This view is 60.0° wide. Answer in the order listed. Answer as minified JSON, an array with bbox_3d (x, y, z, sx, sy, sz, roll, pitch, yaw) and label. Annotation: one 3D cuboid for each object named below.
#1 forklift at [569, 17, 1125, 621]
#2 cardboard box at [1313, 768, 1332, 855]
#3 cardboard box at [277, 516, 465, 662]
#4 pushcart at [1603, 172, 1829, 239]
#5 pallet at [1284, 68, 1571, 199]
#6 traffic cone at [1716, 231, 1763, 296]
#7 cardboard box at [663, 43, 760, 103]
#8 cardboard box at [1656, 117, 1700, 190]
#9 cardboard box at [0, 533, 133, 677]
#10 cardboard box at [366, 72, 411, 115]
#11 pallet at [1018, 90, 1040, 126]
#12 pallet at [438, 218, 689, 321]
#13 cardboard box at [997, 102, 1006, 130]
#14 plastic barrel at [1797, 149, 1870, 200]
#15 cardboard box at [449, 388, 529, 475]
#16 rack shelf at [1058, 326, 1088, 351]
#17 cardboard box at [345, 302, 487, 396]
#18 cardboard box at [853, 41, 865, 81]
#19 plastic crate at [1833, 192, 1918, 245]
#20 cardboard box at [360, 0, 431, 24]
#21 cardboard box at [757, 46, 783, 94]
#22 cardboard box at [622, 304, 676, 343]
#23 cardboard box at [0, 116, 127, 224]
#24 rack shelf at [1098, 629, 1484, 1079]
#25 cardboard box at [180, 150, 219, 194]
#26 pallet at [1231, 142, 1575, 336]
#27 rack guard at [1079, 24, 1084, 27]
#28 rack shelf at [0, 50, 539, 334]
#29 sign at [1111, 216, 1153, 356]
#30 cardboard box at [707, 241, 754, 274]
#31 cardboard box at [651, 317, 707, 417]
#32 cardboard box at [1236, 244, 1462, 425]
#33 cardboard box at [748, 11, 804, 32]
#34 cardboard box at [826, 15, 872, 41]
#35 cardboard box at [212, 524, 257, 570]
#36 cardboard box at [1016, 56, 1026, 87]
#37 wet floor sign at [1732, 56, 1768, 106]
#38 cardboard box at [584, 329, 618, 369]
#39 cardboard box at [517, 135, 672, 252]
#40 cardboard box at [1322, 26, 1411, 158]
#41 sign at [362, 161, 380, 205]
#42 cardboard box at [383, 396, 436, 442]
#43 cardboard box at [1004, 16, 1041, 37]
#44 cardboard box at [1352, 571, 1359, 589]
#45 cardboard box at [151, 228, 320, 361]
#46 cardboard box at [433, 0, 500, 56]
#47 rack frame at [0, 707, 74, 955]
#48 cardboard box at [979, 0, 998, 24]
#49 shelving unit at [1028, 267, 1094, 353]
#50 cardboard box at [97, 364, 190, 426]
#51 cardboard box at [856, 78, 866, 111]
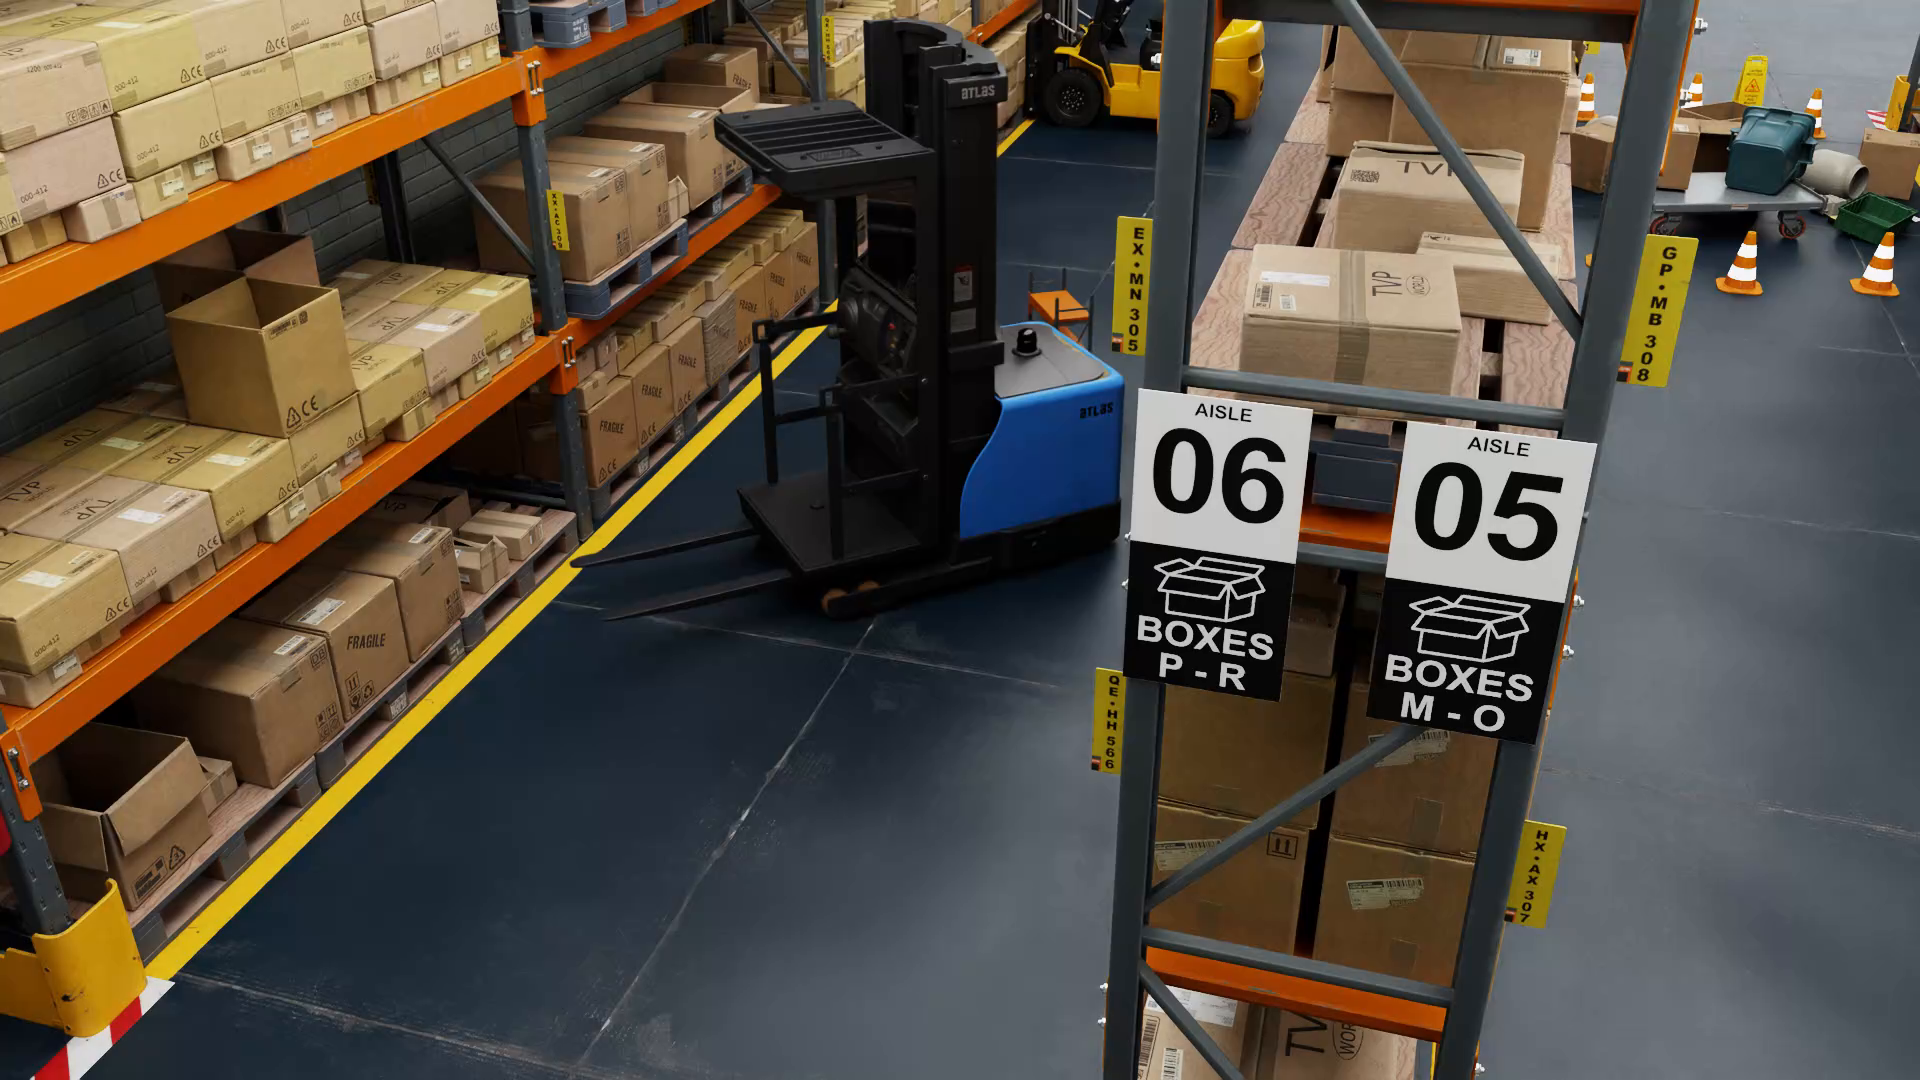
[{"bbox_3d":[-0.626,-1.141,8.786,3.031,2.935,1.130,-13,32,-22],"label":"forklift"},{"bbox_3d":[0.965,0.637,5.417,0.500,0.500,0.500,8,30,14],"label":"cardboard box"},{"bbox_3d":[-2.969,0.231,8.389,0.700,0.500,0.500,7,30,13],"label":"cardboard box"},{"bbox_3d":[6.631,-2.955,14.674,1.648,0.377,0.936,-1,29,-3],"label":"pushcart"},{"bbox_3d":[1.839,-1.579,6.508,1.003,0.211,1.213,8,30,15],"label":"pallet"},{"bbox_3d":[6.282,-2.241,13.303,0.336,0.463,0.334,8,30,15],"label":"traffic cone"},{"bbox_3d":[-1.784,-3.261,11.992,0.500,0.500,0.500,10,31,17],"label":"cardboard box"},{"bbox_3d":[6.147,-3.402,14.572,0.500,0.500,0.500,8,30,15],"label":"cardboard box"},{"bbox_3d":[-3.441,0.230,6.100,0.500,0.250,0.500,9,30,15],"label":"cardboard box"},{"bbox_3d":[-2.719,-2.034,7.493,0.380,0.149,0.250,8,30,15],"label":"cardboard box"},{"bbox_3d":[0.320,-4.824,18.204,1.003,0.211,1.213,8,30,15],"label":"pallet"},{"bbox_3d":[-2.319,-1.664,9.853,1.003,0.211,1.213,8,30,15],"label":"pallet"},{"bbox_3d":[0.149,-4.269,16.736,0.500,0.250,0.500,9,30,15],"label":"cardboard box"},{"bbox_3d":[8.065,-3.364,15.362,0.421,0.421,0.512,-17,34,-28],"label":"plastic barrel"},{"bbox_3d":[-2.796,-0.754,10.159,0.500,0.500,0.500,8,30,15],"label":"cardboard box"},{"bbox_3d":[0.613,-1.175,10.305,0.258,0.148,0.480,-8,30,-14],"label":"rack shelf"},{"bbox_3d":[-2.707,-0.950,8.221,0.500,0.250,0.500,9,30,15],"label":"cardboard box"},{"bbox_3d":[-0.971,-3.808,13.149,0.500,0.250,0.500,9,30,16],"label":"cardboard box"},{"bbox_3d":[7.997,-2.808,14.546,0.662,0.188,0.450,-24,47,-37],"label":"plastic crate"},{"bbox_3d":[-2.716,-2.480,7.371,0.500,0.250,0.500,8,30,14],"label":"cardboard box"},{"bbox_3d":[-1.617,-3.652,12.870,0.500,0.250,0.500,9,30,16],"label":"cardboard box"},{"bbox_3d":[-2.049,-1.396,10.647,0.380,0.149,0.250,8,30,15],"label":"cardboard box"},{"bbox_3d":[-3.310,-1.315,5.791,0.500,0.250,0.500,9,30,16],"label":"cardboard box"},{"bbox_3d":[1.502,0.558,6.401,1.077,0.370,4.000,8,30,15],"label":"rack shelf"},{"bbox_3d":[-3.117,-1.439,6.425,0.380,0.149,0.250,8,30,14],"label":"cardboard box"},{"bbox_3d":[1.479,-1.014,5.493,1.003,0.211,1.213,8,30,15],"label":"pallet"},{"bbox_3d":[0.872,-5.888,19.819,1.175,0.500,0.348,8,30,15],"label":"rack guard"},{"bbox_3d":[-3.244,-1.459,6.942,1.077,0.370,4.000,8,30,15],"label":"rack shelf"},{"bbox_3d":[0.400,-0.574,3.781,0.100,0.325,0.005,8,30,15],"label":"sign"},{"bbox_3d":[-1.677,-1.996,11.725,0.380,0.149,0.250,9,30,16],"label":"cardboard box"},{"bbox_3d":[-2.003,-1.156,10.882,0.500,0.500,0.500,8,30,13],"label":"cardboard box"},{"bbox_3d":[0.961,-0.521,4.135,0.500,0.250,0.500,6,30,10],"label":"cardboard box"},{"bbox_3d":[-1.472,-4.131,13.321,0.380,0.149,0.250,8,30,14],"label":"cardboard box"},{"bbox_3d":[-0.916,-4.055,13.183,0.380,0.149,0.250,9,30,15],"label":"cardboard box"},{"bbox_3d":[-3.193,-0.022,6.962,0.380,0.149,0.250,9,30,16],"label":"cardboard box"},{"bbox_3d":[0.432,-4.957,17.458,0.500,0.250,0.500,8,30,14],"label":"cardboard box"},{"bbox_3d":[8.488,-4.870,17.841,0.267,0.644,0.232,3,29,6],"label":"wet floor sign"},{"bbox_3d":[-2.267,-1.153,9.903,0.380,0.149,0.250,7,30,12],"label":"cardboard box"},{"bbox_3d":[-2.150,-2.053,9.820,0.700,0.500,0.500,9,30,15],"label":"cardboard box"},{"bbox_3d":[1.724,-1.637,5.881,0.797,0.503,0.637,11,31,19],"label":"cardboard box"},{"bbox_3d":[-3.189,-1.976,9.025,0.100,0.325,0.005,8,30,15],"label":"sign"},{"bbox_3d":[-2.769,-0.609,8.018,0.380,0.149,0.250,8,30,14],"label":"cardboard box"},{"bbox_3d":[0.589,-5.421,17.777,0.500,0.250,0.500,8,30,14],"label":"cardboard box"},{"bbox_3d":[1.102,-0.042,5.608,0.500,0.500,0.500,8,30,15],"label":"cardboard box"},{"bbox_3d":[-3.349,-1.130,7.773,0.500,0.500,0.500,8,30,13],"label":"cardboard box"},{"bbox_3d":[-2.560,-2.507,7.935,0.500,0.250,0.500,9,30,15],"label":"cardboard box"},{"bbox_3d":[-3.831,0.467,5.825,1.000,3.000,0.127,8,30,15],"label":"rack frame"},{"bbox_3d":[0.071,-5.323,16.130,0.500,0.500,0.500,8,30,13],"label":"cardboard box"},{"bbox_3d":[0.613,-1.038,10.381,0.258,1.200,0.503,-8,30,-14],"label":"shelving unit"},{"bbox_3d":[-3.494,-0.561,7.522,0.500,0.250,0.500,8,30,15],"label":"cardboard box"},{"bbox_3d":[-0.967,-3.590,13.272,0.500,0.250,0.500,8,30,14],"label":"cardboard box"}]
